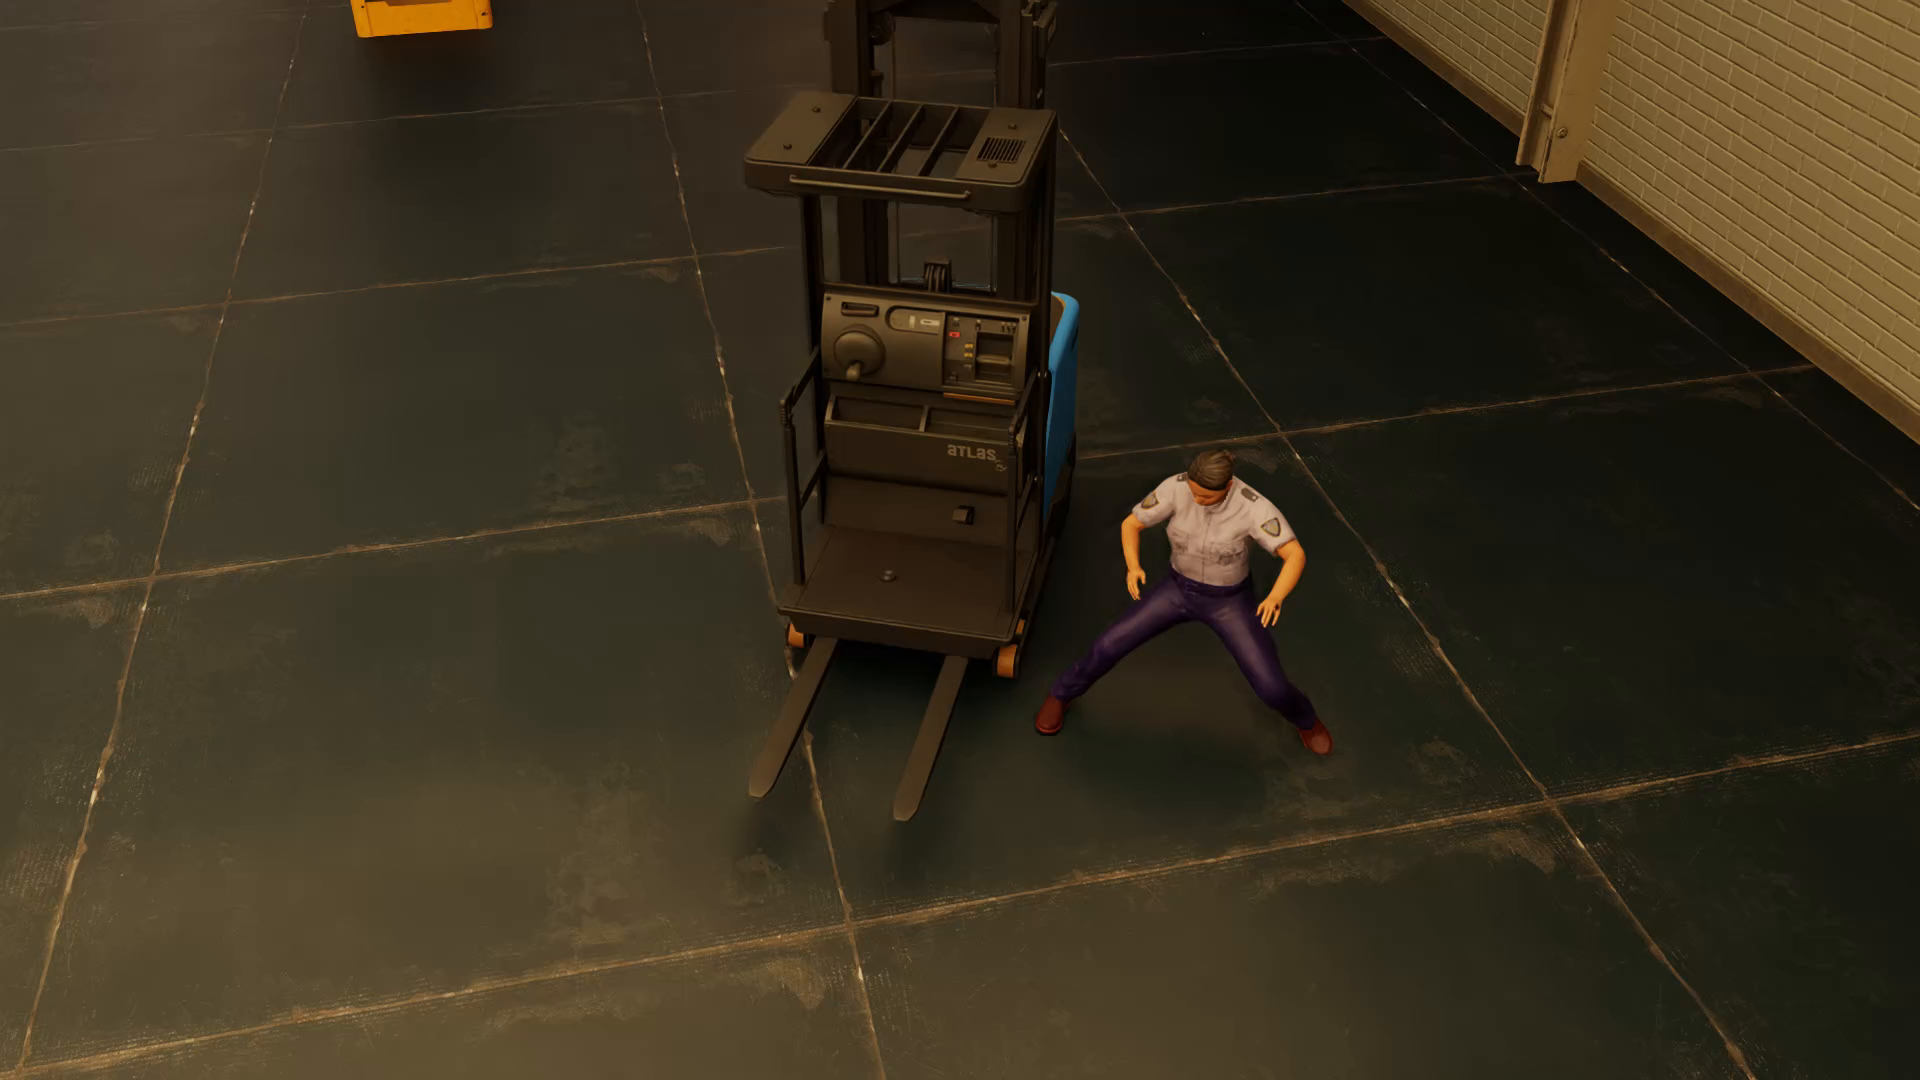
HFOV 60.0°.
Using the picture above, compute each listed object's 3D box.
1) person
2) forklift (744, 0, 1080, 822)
[{"bbox_3d":[0.985,0.291,6.952,1.218,1.459,0.687,20,40,25],"label":"person"},{"bbox_3d":[-0.201,-0.794,7.153,1.130,2.935,3.031,7,36,10],"label":"forklift"}]
